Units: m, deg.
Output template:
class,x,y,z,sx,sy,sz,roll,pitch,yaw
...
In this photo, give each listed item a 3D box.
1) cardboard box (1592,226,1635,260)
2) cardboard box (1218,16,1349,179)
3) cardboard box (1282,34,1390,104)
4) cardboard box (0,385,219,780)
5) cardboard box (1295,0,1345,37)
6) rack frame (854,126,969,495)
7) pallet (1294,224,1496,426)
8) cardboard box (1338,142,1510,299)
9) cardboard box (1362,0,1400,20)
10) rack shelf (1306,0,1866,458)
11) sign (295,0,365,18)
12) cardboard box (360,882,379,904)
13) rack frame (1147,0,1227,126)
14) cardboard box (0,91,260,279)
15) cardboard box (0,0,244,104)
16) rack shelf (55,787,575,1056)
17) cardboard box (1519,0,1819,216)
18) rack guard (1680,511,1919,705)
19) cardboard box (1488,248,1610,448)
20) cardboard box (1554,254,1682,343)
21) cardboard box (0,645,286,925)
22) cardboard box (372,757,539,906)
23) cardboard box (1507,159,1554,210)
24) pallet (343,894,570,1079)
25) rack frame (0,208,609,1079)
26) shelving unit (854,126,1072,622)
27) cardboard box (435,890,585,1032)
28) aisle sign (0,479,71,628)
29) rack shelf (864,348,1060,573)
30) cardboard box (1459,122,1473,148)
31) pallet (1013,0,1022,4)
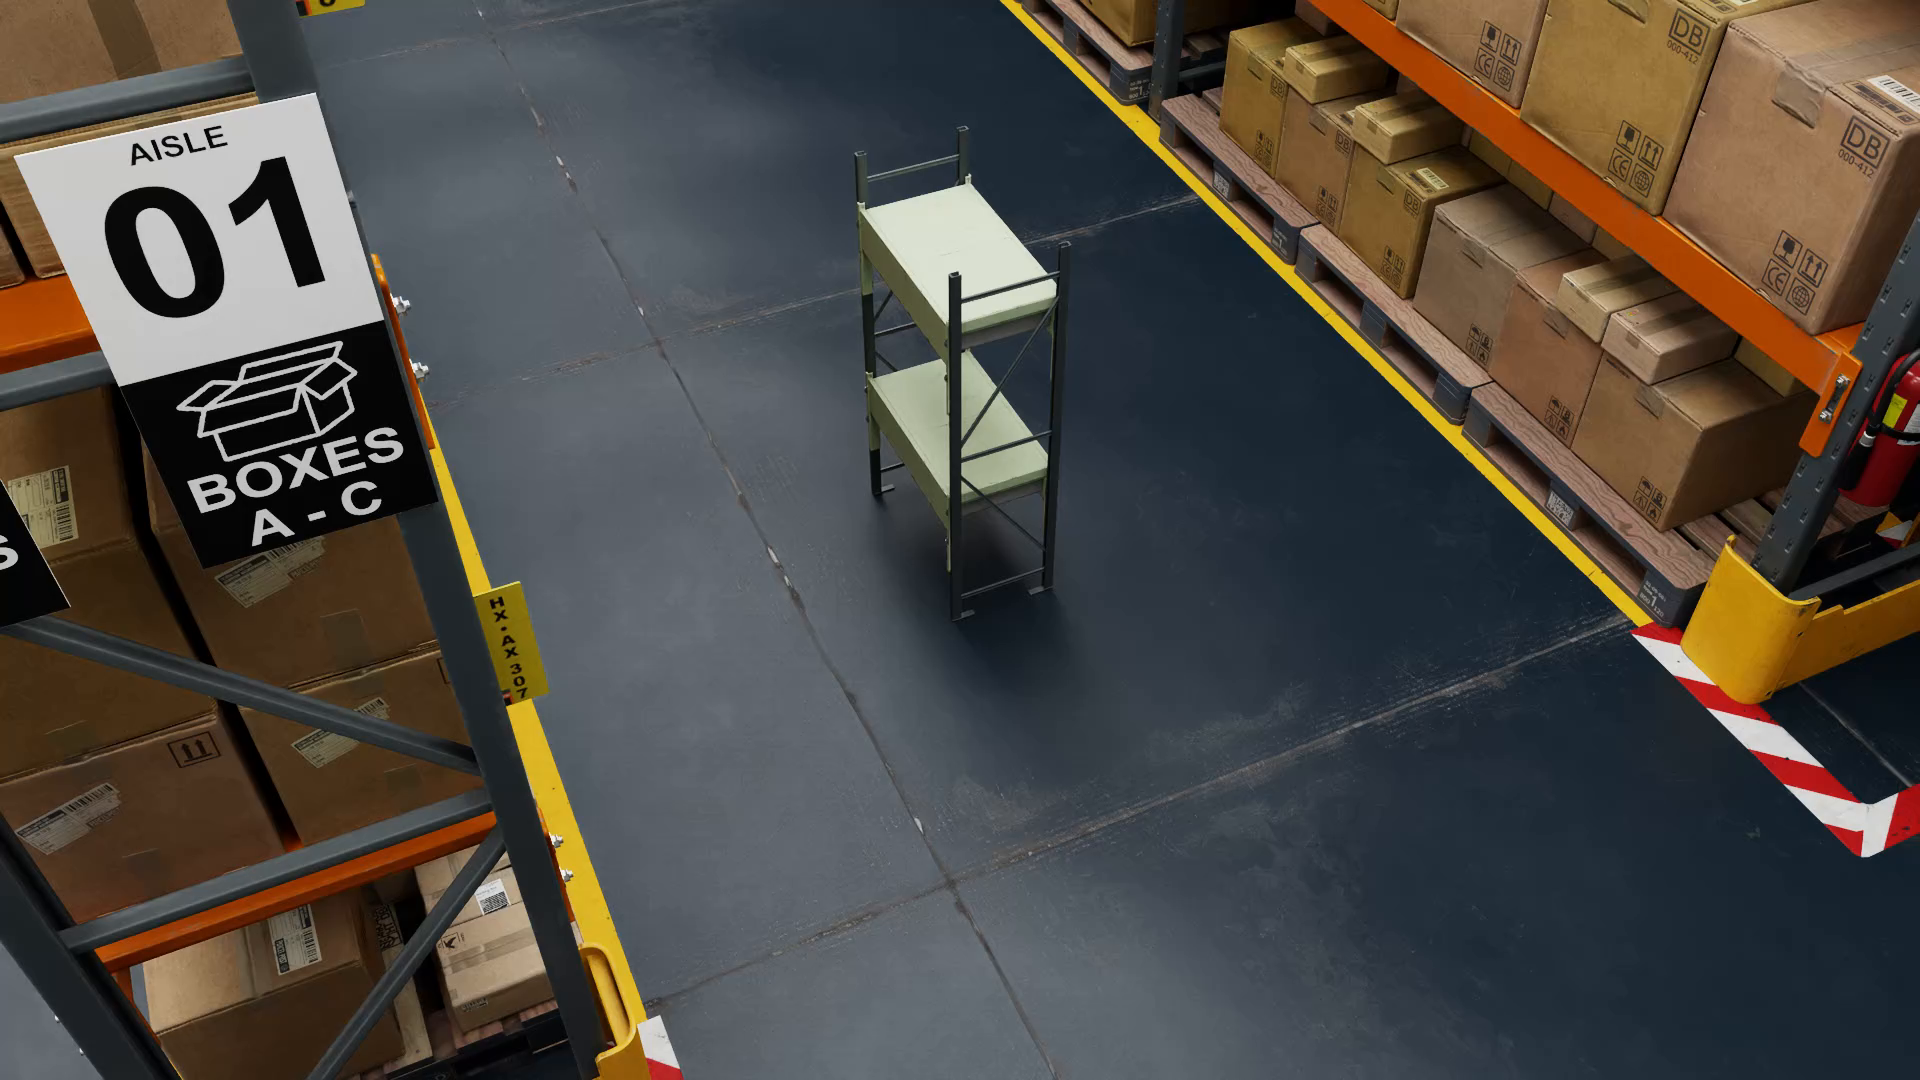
class,x,y,z,sx,sy,sz,roll,pitch,yaw
cardboard box,2.643,-1.155,6.304,0.380,0.149,0.250,-18,47,-17
cardboard box,1.652,-2.089,7.712,0.700,0.500,0.500,-17,47,-17
cardboard box,1.631,-2.047,7.208,0.380,0.149,0.250,-17,47,-16
cardboard box,-1.817,0.085,3.245,0.500,0.500,0.500,-18,48,-18
cardboard box,1.771,-2.470,7.637,0.380,0.149,0.250,-18,47,-18
rack frame,-0.157,-0.771,5.964,0.400,1.500,0.023,-18,47,-17
pallet,2.196,-1.057,7.171,1.003,0.211,1.213,-18,47,-17
cardboard box,2.074,-1.440,7.054,0.700,0.500,0.500,-17,47,-16
cardboard box,1.946,-2.625,6.561,0.980,0.700,0.700,-19,48,-18
rack shelf,2.272,-1.805,6.456,1.077,0.370,4.000,-18,47,-17
sign,-0.888,-0.861,2.229,0.100,0.325,0.005,-18,47,-17
cardboard box,-1.921,0.972,4.833,0.380,0.166,0.250,-18,47,-17
rack frame,1.431,-3.336,7.495,1.000,3.000,0.127,-18,47,-17
cardboard box,-1.366,-0.738,2.834,0.500,0.250,0.500,-18,47,-17
cardboard box,-1.360,-0.918,2.660,0.500,0.250,0.500,-18,47,-17
rack shelf,-2.221,-0.340,4.971,1.077,0.370,4.000,-18,47,-17
cardboard box,2.573,-1.676,5.599,0.980,0.700,0.700,-18,48,-18
rack guard,3.123,0.118,5.774,1.175,0.500,0.348,-18,47,-17
cardboard box,2.517,-0.782,6.387,0.700,0.500,0.500,-18,47,-18
cardboard box,2.400,-0.884,6.030,0.380,0.149,0.250,-17,47,-16
cardboard box,-1.816,0.438,3.599,0.500,0.500,0.500,-17,47,-16
cardboard box,-1.562,0.752,4.997,0.500,0.250,0.500,-18,47,-17
cardboard box,2.427,-1.481,6.634,0.380,0.149,0.250,-18,47,-17
pallet,-1.748,1.115,4.970,1.003,0.211,1.213,-18,47,-17
rack frame,-1.380,0.679,3.427,1.000,3.000,0.127,-18,47,-17
shelving unit,-0.003,-0.538,5.728,0.431,1.500,0.755,-18,47,-17
cardboard box,-1.245,1.169,4.647,0.380,0.149,0.250,-18,47,-17
aisle sign,-1.630,-0.113,2.378,0.394,0.787,0.004,-18,47,-17
rack shelf,-0.003,-0.306,5.957,0.431,0.370,0.720,-18,47,-17
cardboard box,2.211,-1.806,6.964,0.380,0.149,0.250,-18,47,-17
pallet,0.521,-3.591,9.739,1.003,0.211,1.213,-18,47,-17
